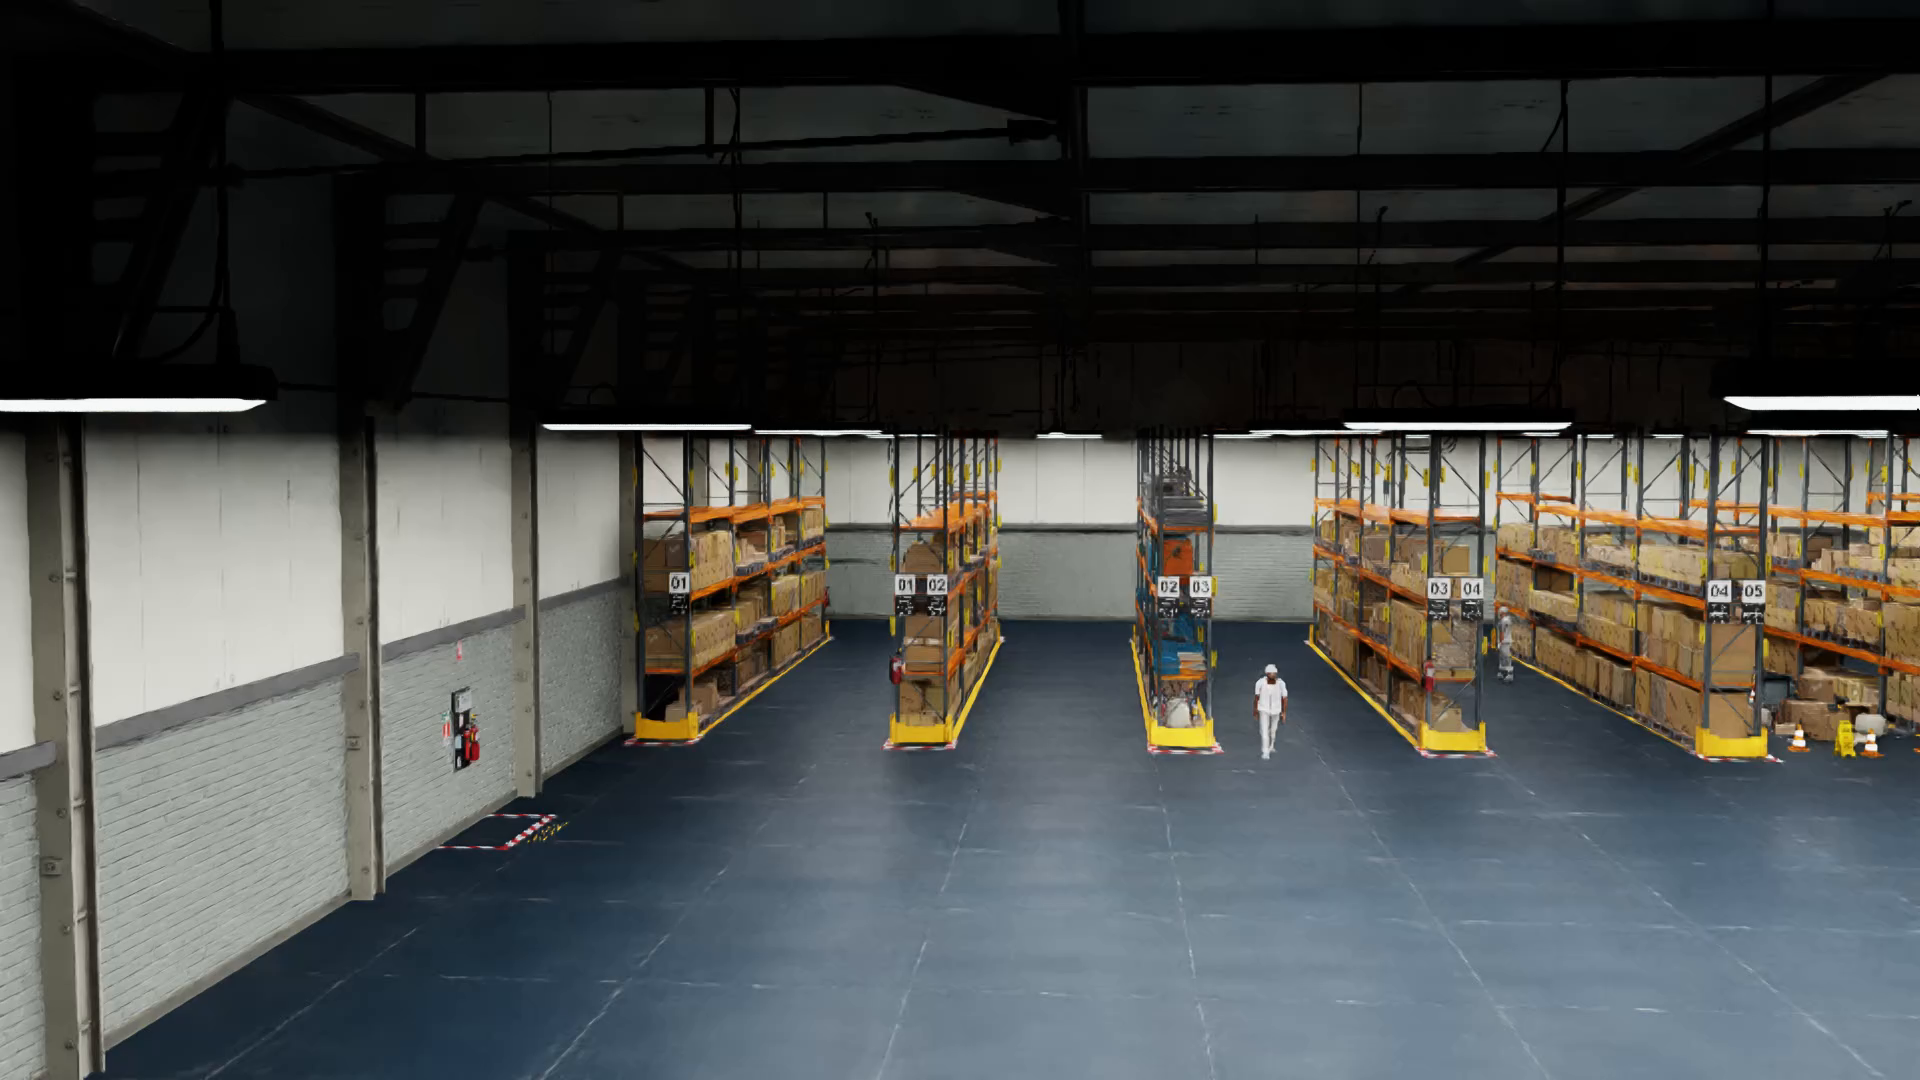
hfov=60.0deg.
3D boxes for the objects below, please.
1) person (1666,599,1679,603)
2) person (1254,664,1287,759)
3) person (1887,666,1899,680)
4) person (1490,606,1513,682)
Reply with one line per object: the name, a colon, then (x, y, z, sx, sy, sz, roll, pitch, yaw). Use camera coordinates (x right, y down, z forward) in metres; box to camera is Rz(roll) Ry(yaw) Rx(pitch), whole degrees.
person: (18.719, 2.177, 43.852, 0.585, 1.781, 0.757, 0, 3, 5)
person: (5.610, 3.064, 29.988, 0.575, 1.689, 1.128, 0, 3, 2)
person: (21.333, 2.623, 38.096, 0.527, 1.592, 0.523, 3, 4, 37)
person: (12.867, 2.449, 39.434, 0.581, 1.782, 0.664, 2, 4, 28)
